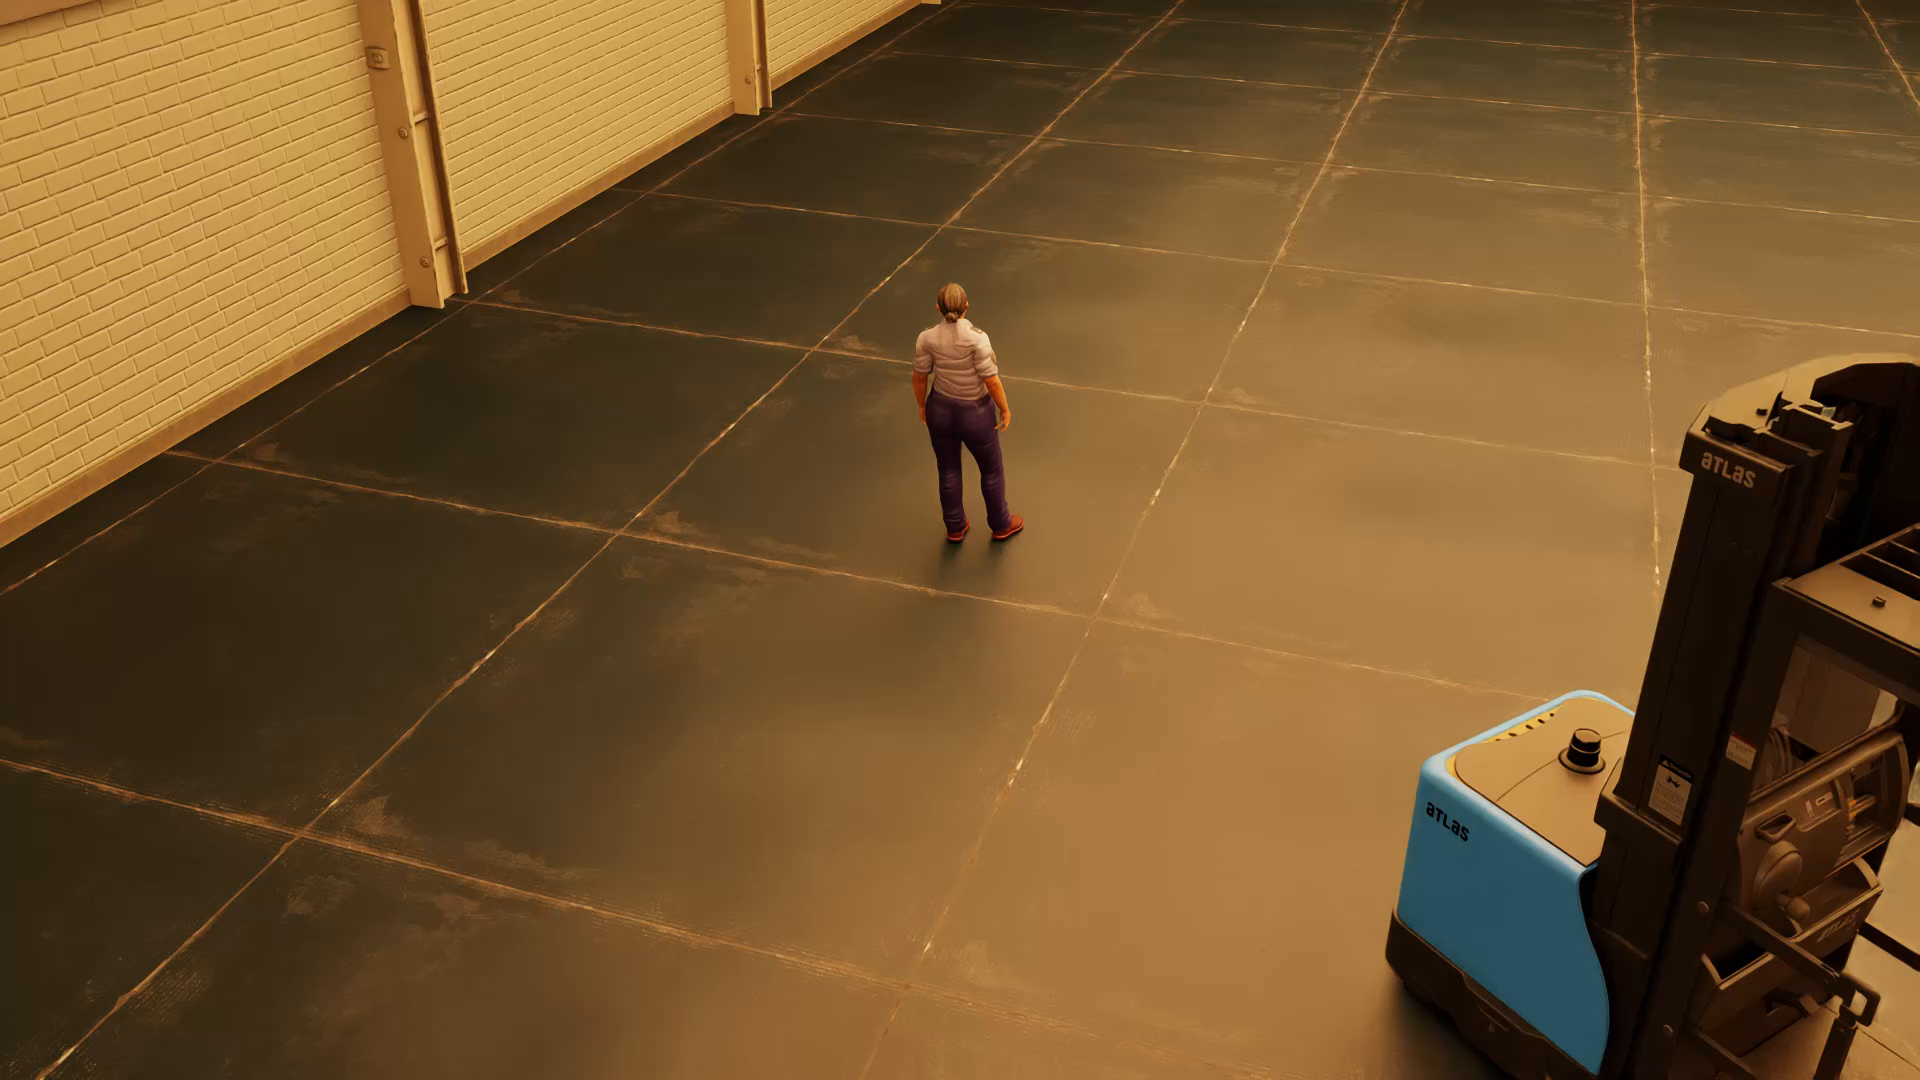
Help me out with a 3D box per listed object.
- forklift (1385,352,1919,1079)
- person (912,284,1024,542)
[{"bbox_3d":[2.986,1.000,5.382,1.130,2.935,3.031,-18,34,-28],"label":"forklift"},{"bbox_3d":[0.051,-0.760,9.752,0.598,1.651,0.502,10,31,16],"label":"person"}]
